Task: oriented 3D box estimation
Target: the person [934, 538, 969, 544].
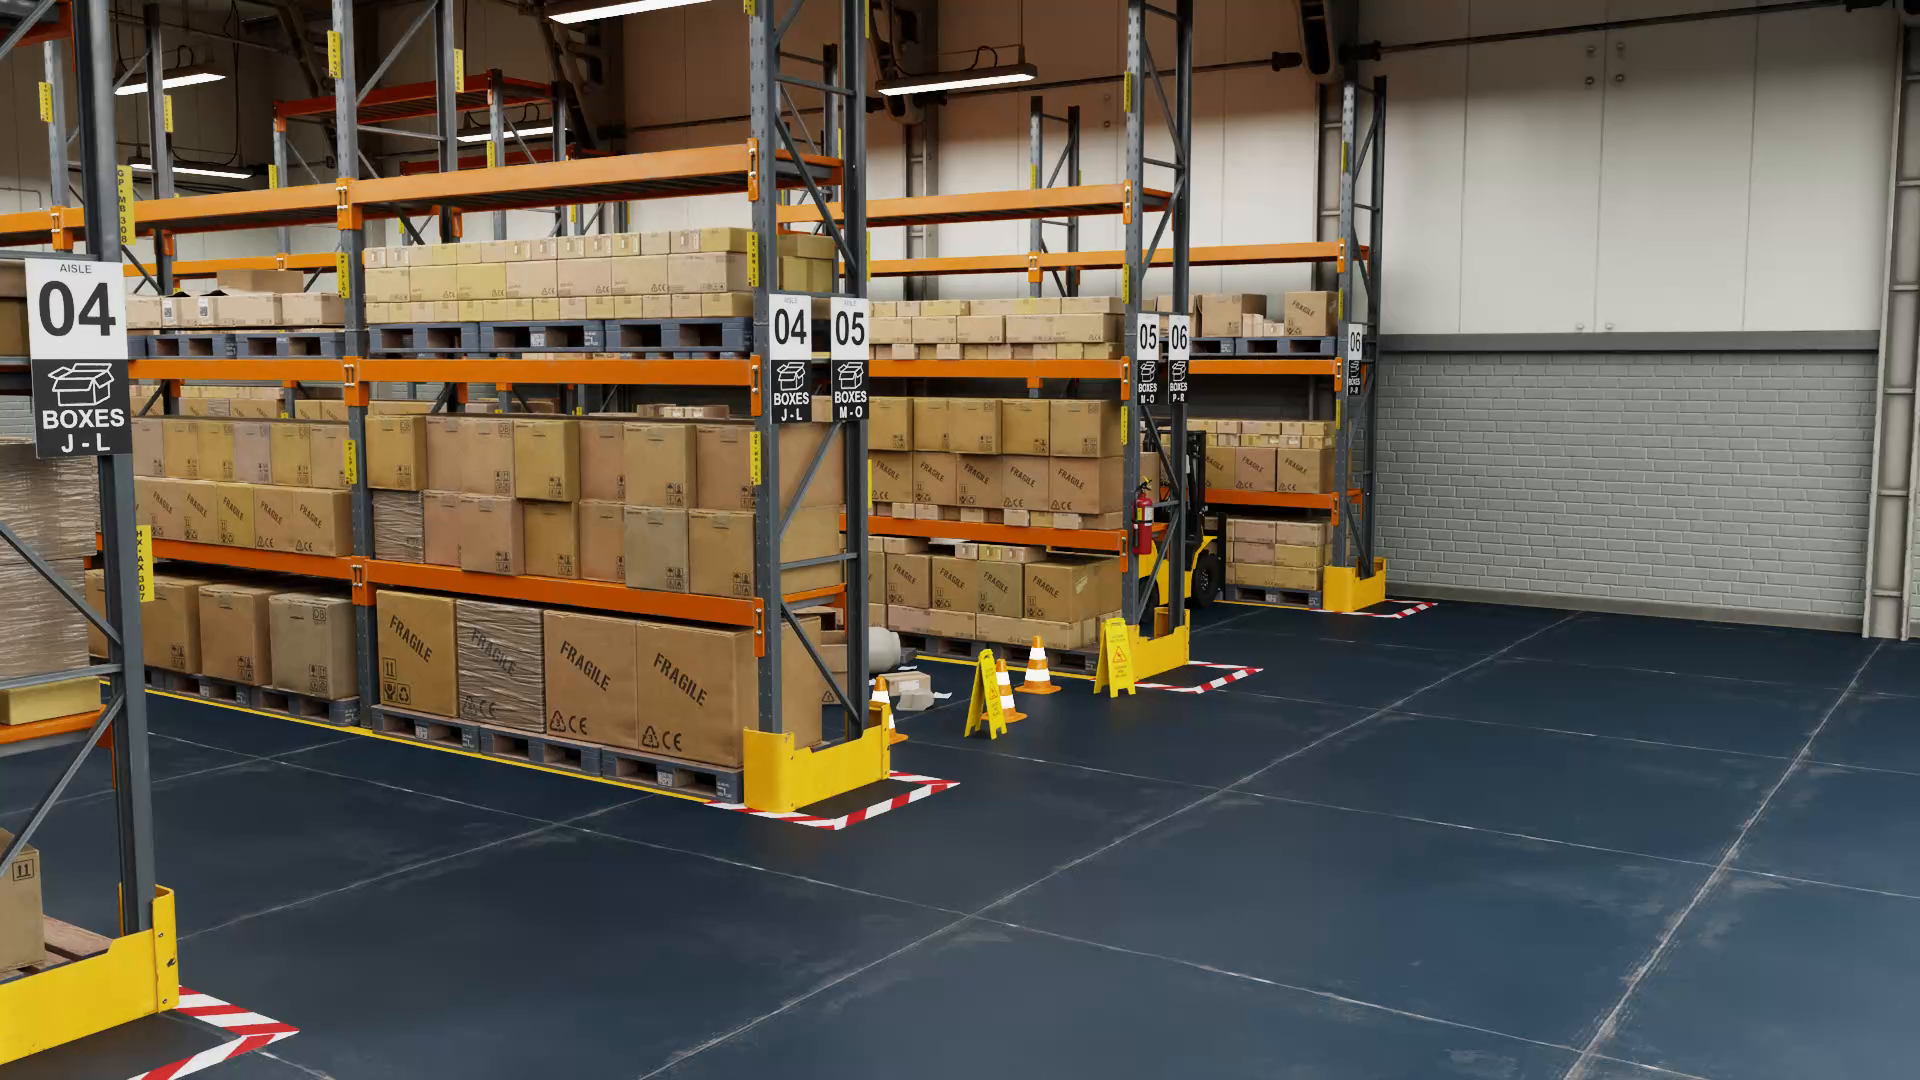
[{"bbox_3d":[0.060,0.085,18.627,0.552,1.429,0.860,4,7,32],"label":"person"}]
